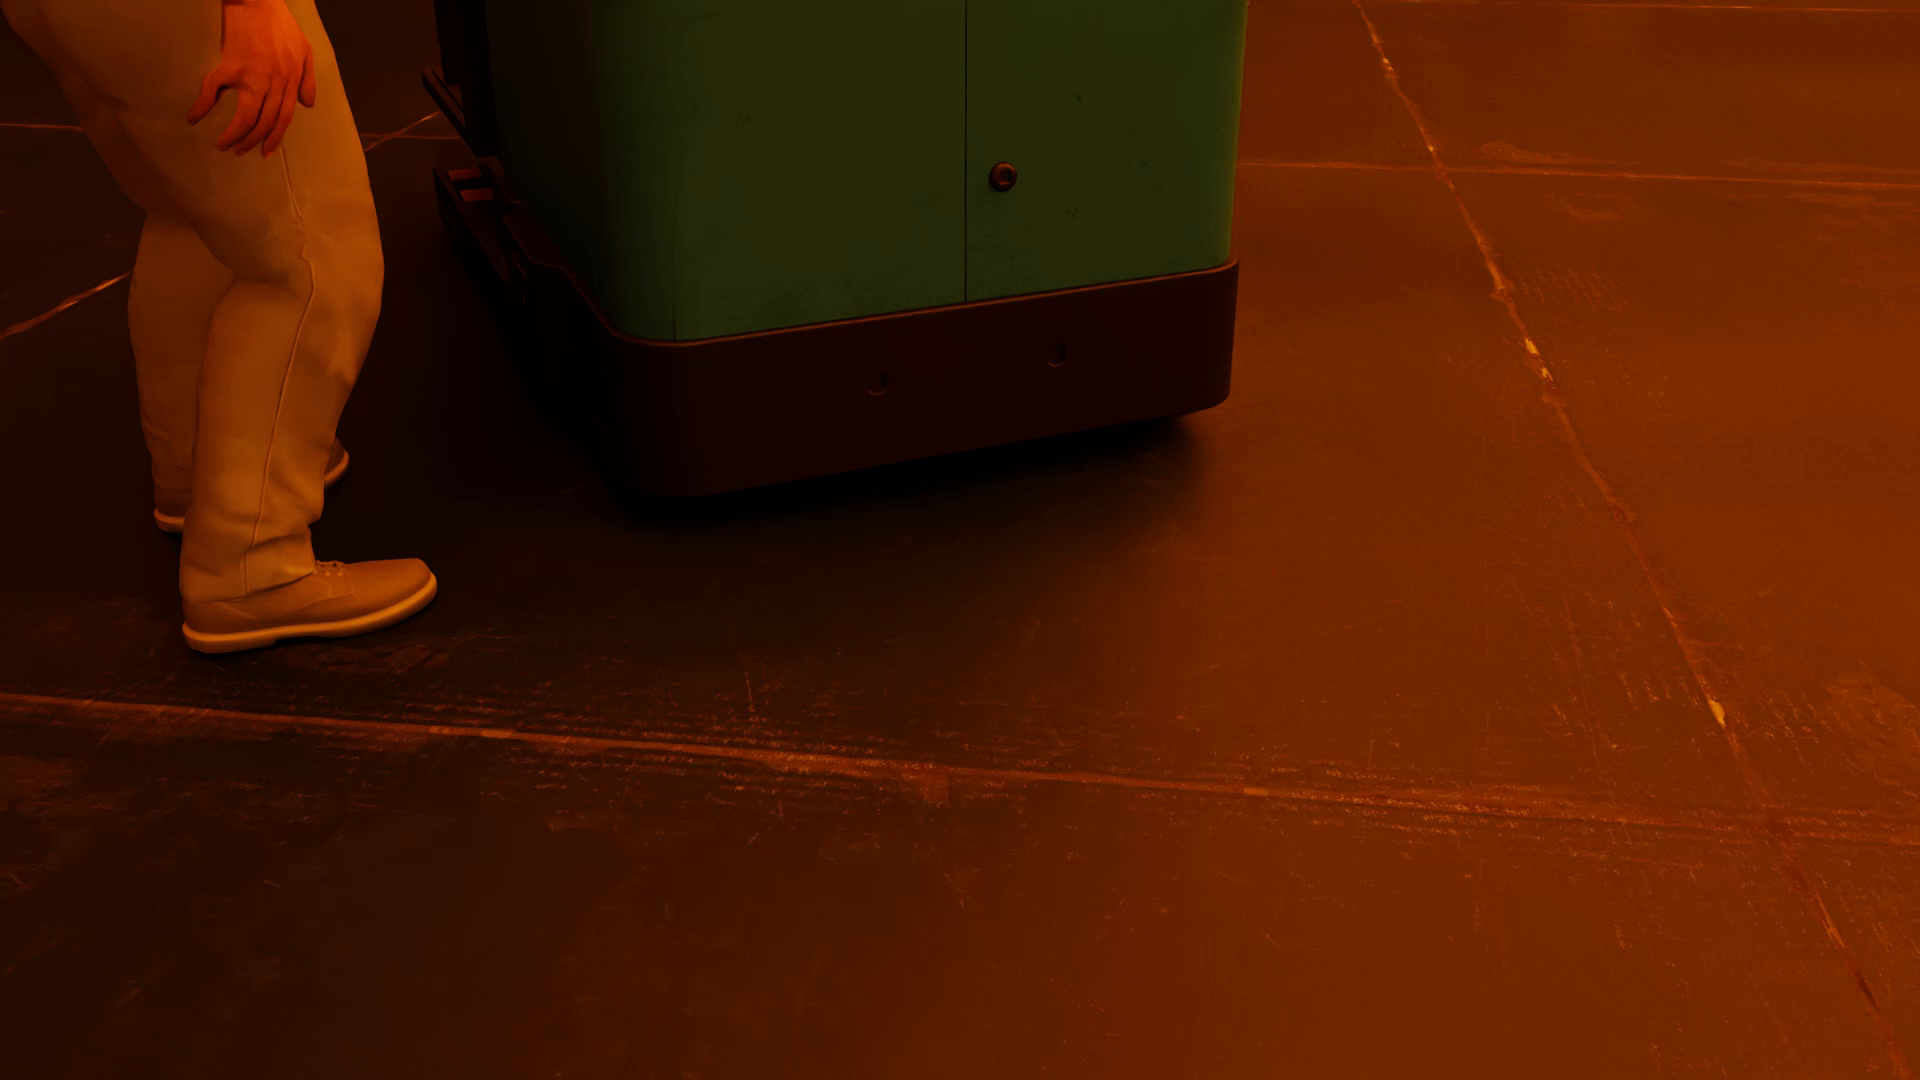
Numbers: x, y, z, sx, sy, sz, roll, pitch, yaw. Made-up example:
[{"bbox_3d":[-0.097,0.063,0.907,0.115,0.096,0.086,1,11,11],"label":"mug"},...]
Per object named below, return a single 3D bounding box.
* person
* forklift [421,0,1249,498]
[{"bbox_3d":[-0.948,-0.713,2.000,0.440,1.725,0.787,-22,34,-36],"label":"person"},{"bbox_3d":[-0.590,-2.007,3.240,1.130,2.935,3.031,-11,29,-21],"label":"forklift"}]
